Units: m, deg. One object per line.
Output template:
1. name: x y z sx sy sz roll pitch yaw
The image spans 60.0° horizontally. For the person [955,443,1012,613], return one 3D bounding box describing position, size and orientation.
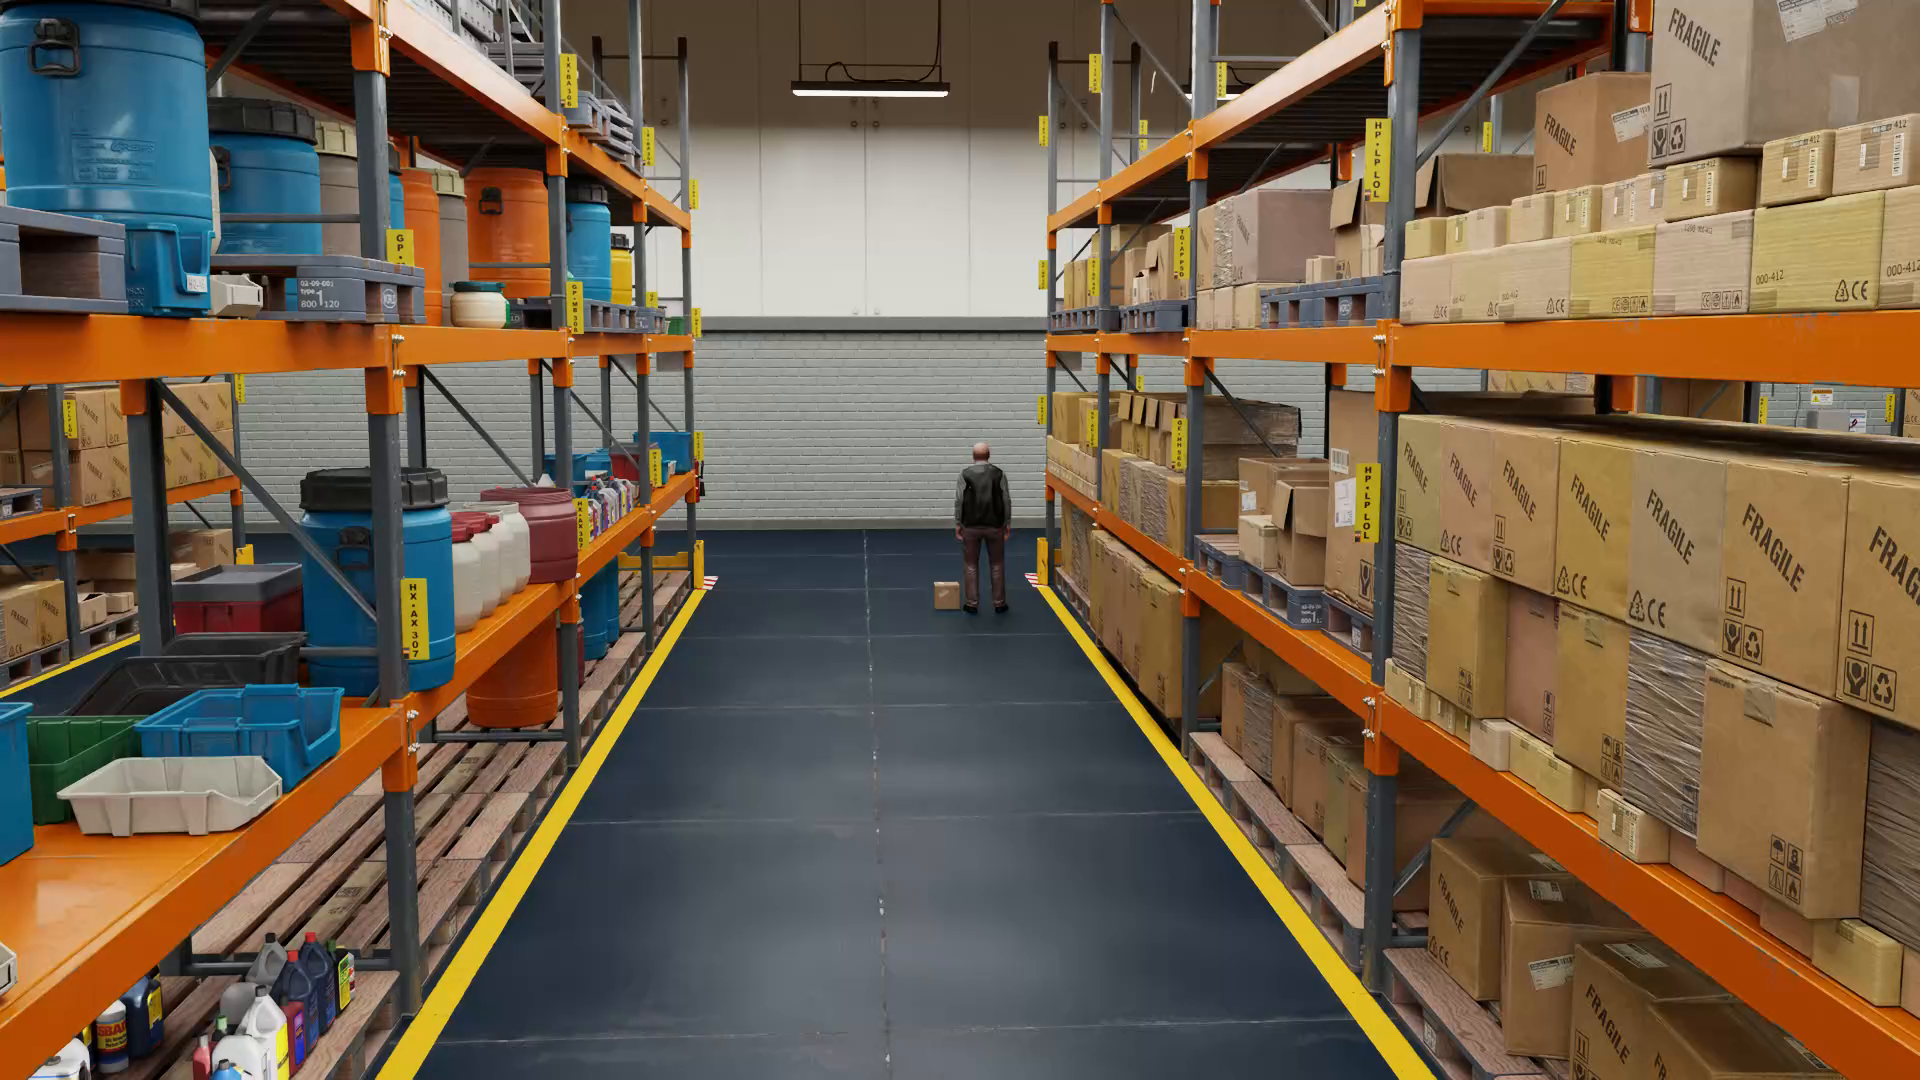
1. person: 0.236 -0.073 16.893 0.579 1.617 0.421 0 7 -4
